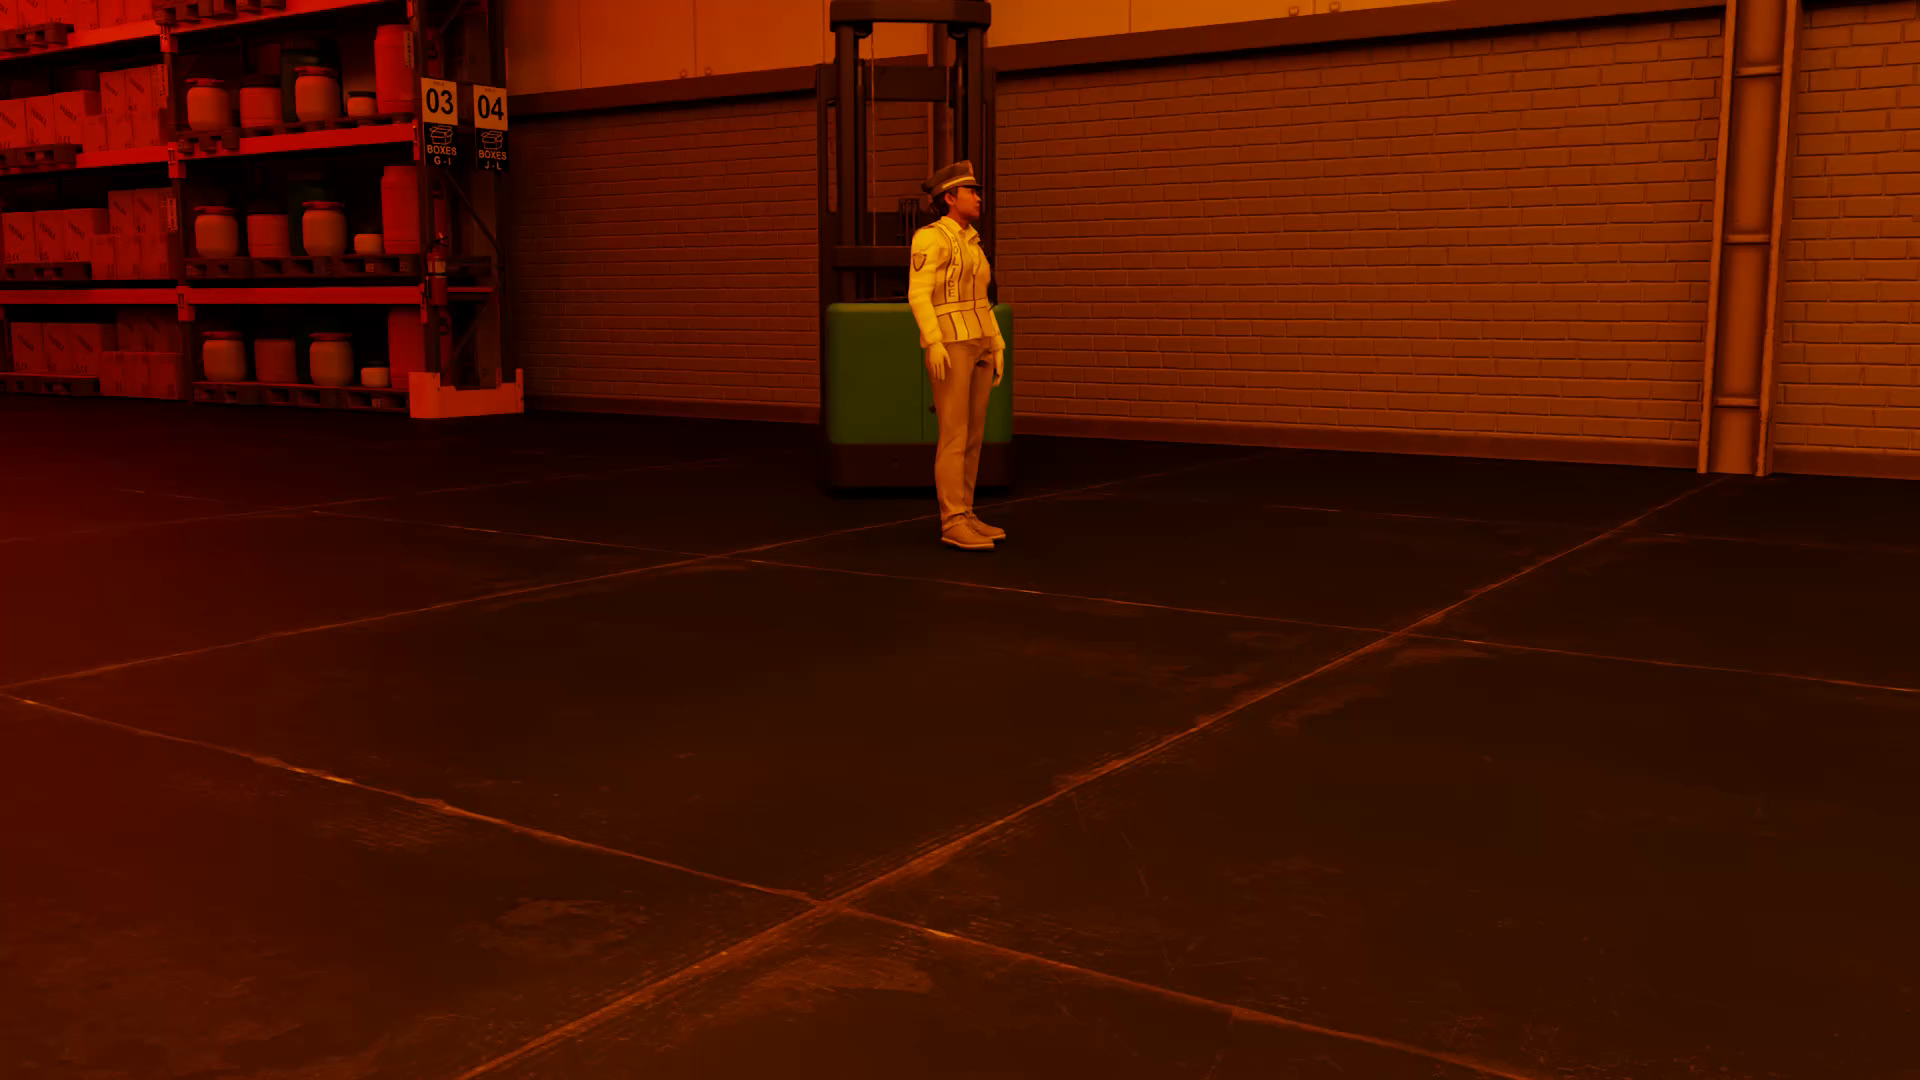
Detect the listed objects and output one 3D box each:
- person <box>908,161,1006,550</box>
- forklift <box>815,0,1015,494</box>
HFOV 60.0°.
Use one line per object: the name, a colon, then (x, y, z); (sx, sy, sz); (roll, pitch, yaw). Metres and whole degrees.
person: (0.053, -0.840, 7.440); (0.532, 1.694, 0.586); (5, 10, 34)
forklift: (-0.350, -1.886, 10.455); (1.130, 2.935, 3.031); (-1, 8, -5)
